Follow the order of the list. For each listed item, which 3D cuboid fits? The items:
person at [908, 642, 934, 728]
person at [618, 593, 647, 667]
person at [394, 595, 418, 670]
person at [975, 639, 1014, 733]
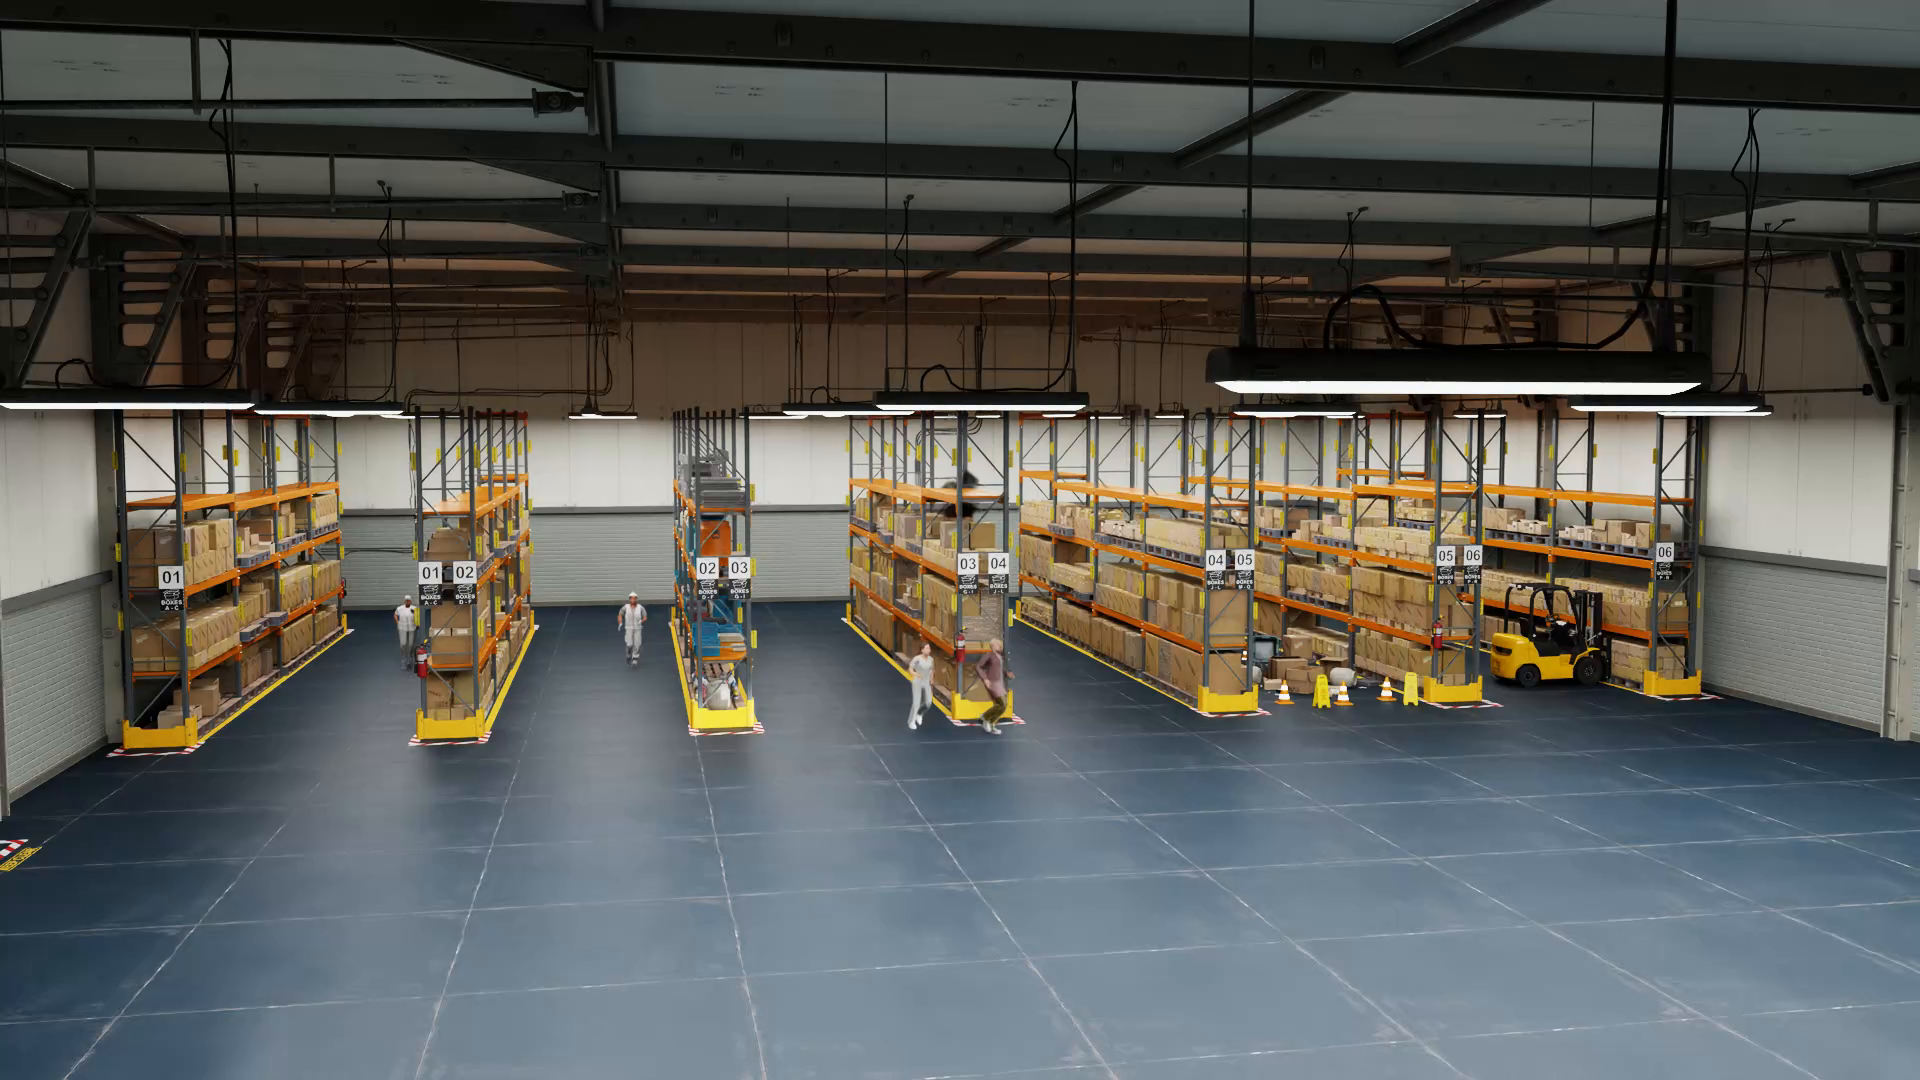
[{"bbox_3d":[-0.683,2.713,31.132,0.569,1.603,0.528,-2,4,-25],"label":"person"},{"bbox_3d":[-7.588,2.094,38.602,0.664,1.739,0.603,-1,4,-15],"label":"person"},{"bbox_3d":[-12.863,2.140,38.776,0.593,1.724,0.815,-1,4,-20],"label":"person"},{"bbox_3d":[0.688,2.686,30.476,0.644,1.748,0.698,2,5,28],"label":"person"}]
